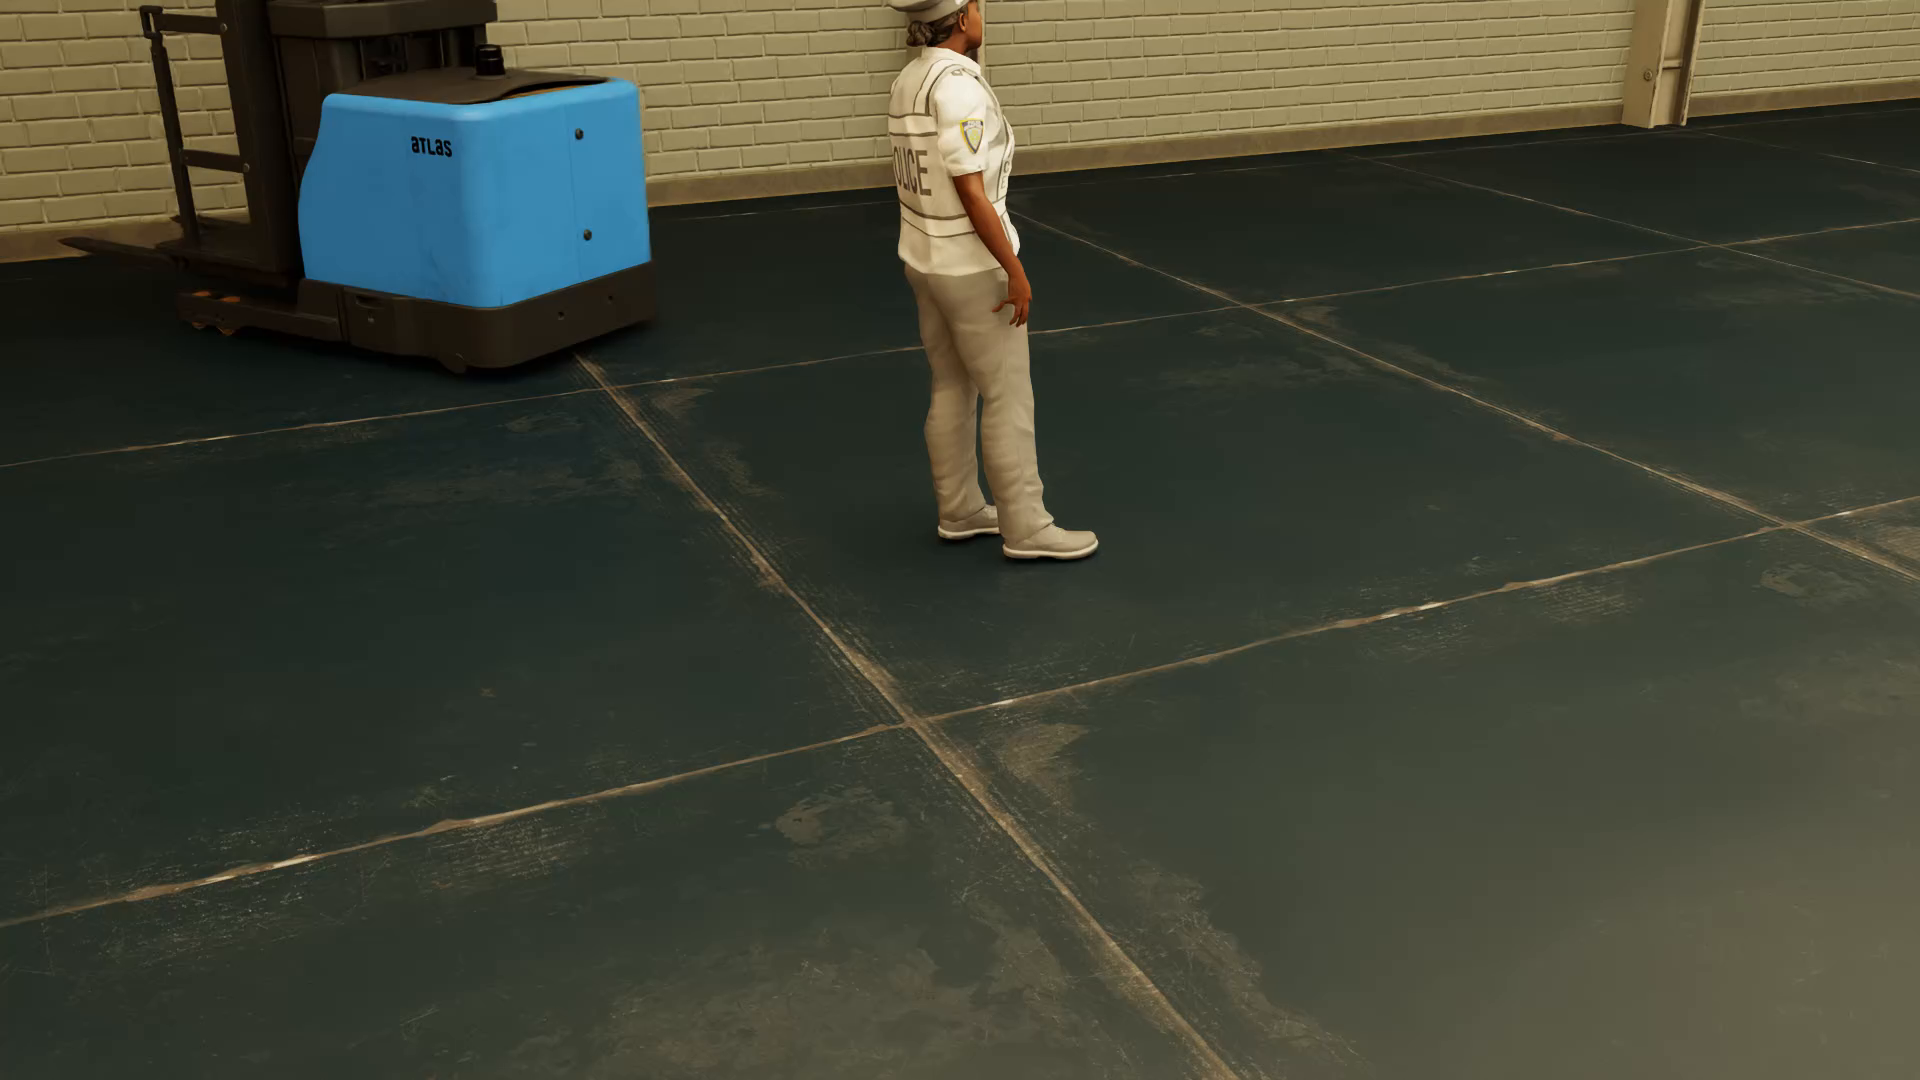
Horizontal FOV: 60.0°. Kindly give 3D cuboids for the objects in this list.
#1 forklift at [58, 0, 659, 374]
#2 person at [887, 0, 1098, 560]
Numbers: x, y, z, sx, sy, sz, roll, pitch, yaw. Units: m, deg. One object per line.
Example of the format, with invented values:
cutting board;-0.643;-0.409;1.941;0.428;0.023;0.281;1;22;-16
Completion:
forklift;-2.859;-2.411;7.089;3.031;2.935;1.130;12;26;27
person;0.076;-0.794;4.791;0.530;1.695;0.569;-10;25;-23
